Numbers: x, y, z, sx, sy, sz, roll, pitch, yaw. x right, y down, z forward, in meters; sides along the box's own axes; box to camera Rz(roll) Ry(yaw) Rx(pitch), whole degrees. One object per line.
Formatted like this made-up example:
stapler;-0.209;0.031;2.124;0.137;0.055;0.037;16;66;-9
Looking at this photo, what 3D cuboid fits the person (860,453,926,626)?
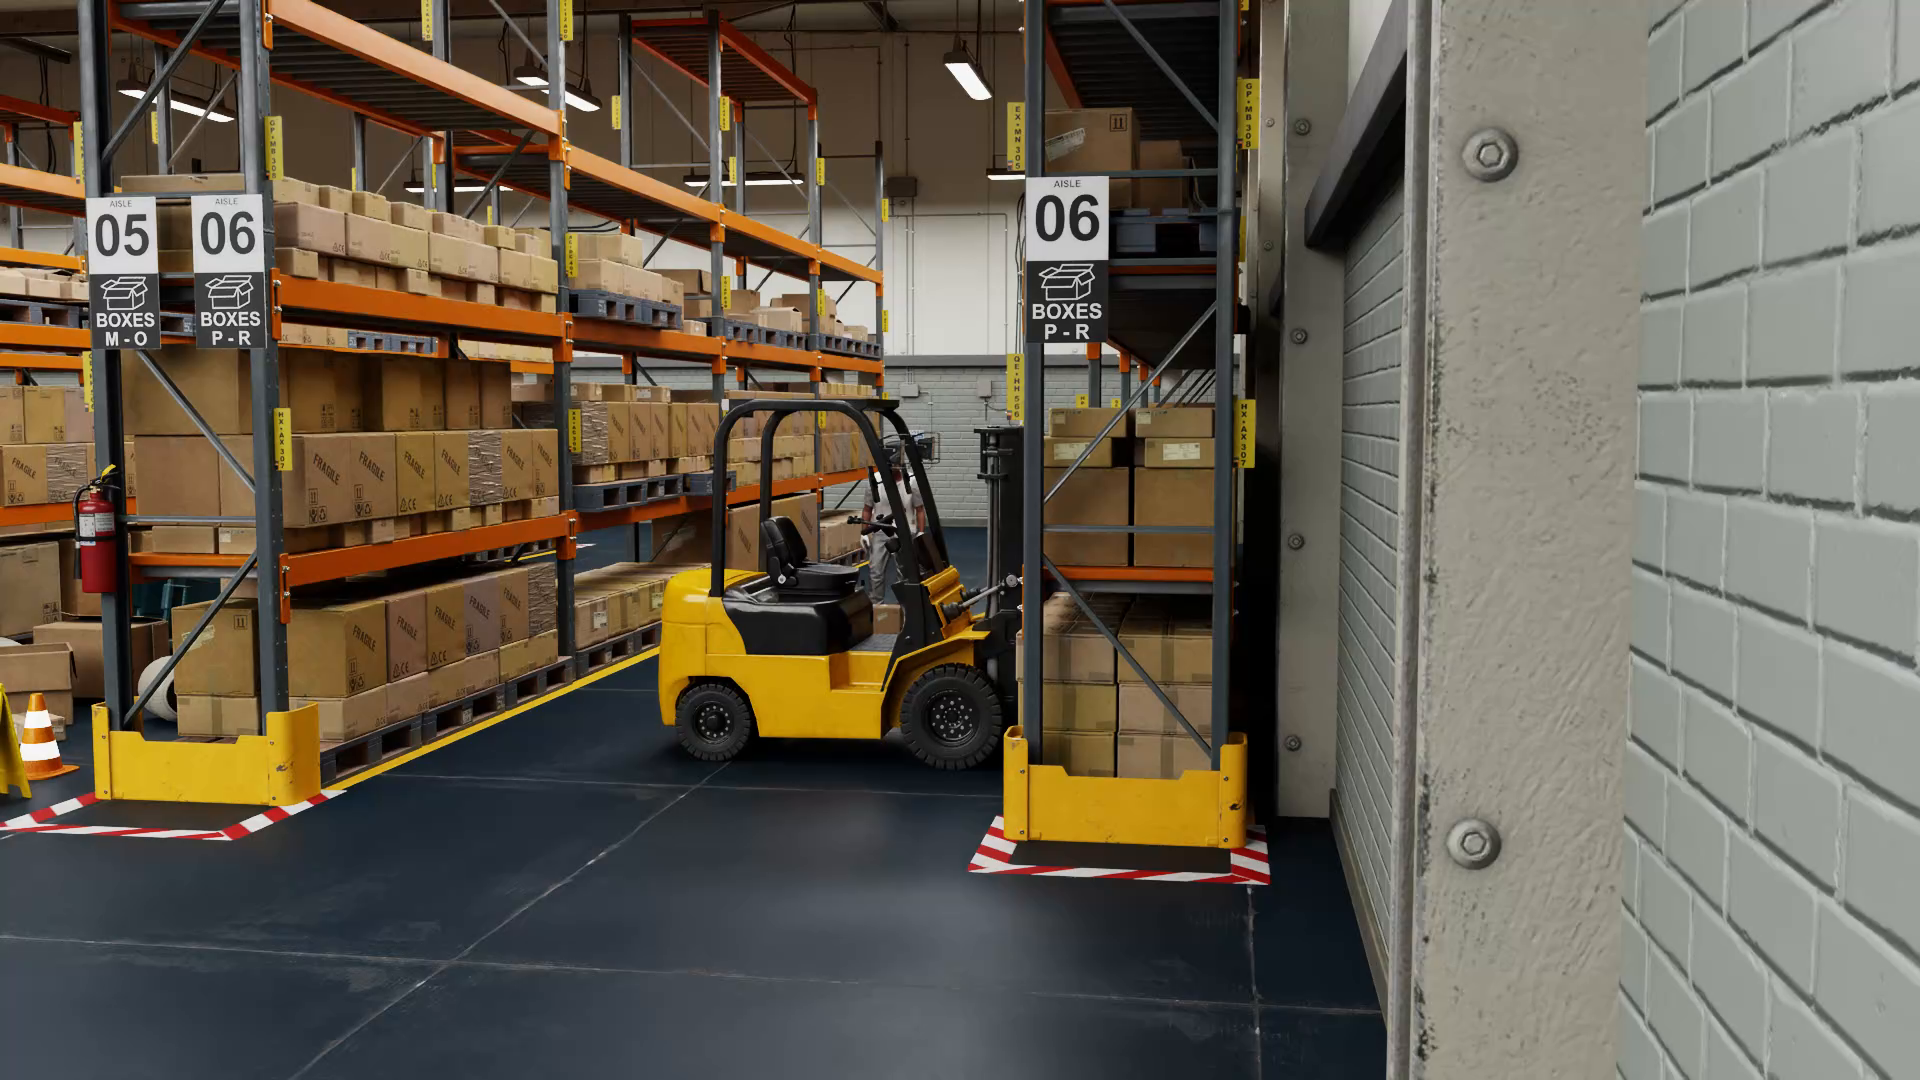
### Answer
person;-0.638;-0.028;15.863;0.629;1.775;0.444;0;4;5
